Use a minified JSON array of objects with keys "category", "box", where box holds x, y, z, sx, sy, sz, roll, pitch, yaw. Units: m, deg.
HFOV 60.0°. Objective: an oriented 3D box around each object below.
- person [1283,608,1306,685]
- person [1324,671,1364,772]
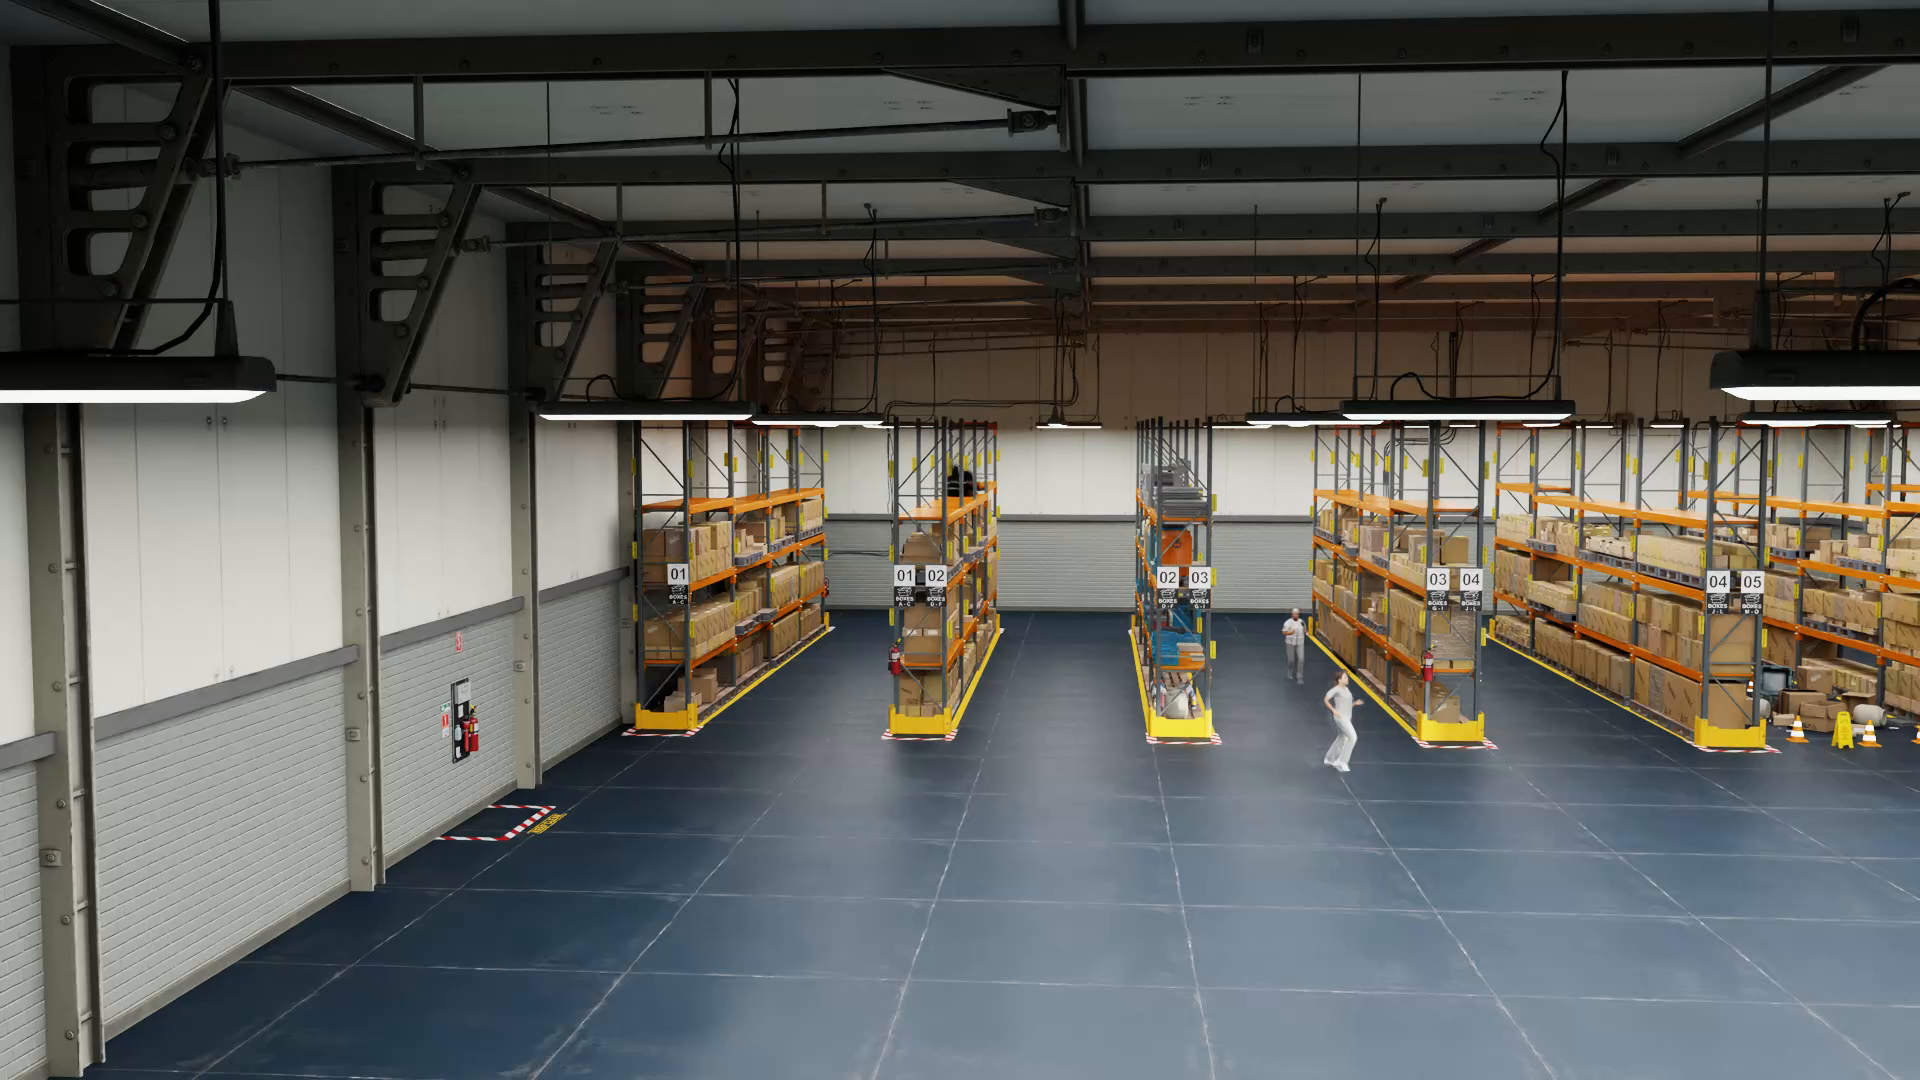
[{"category":"person","box":[7.639,2.415,37.916,0.590,1.721,0.726,0,4,1]},{"category":"person","box":[6.469,3.059,28.077,0.673,1.705,0.544,2,4,33]}]
